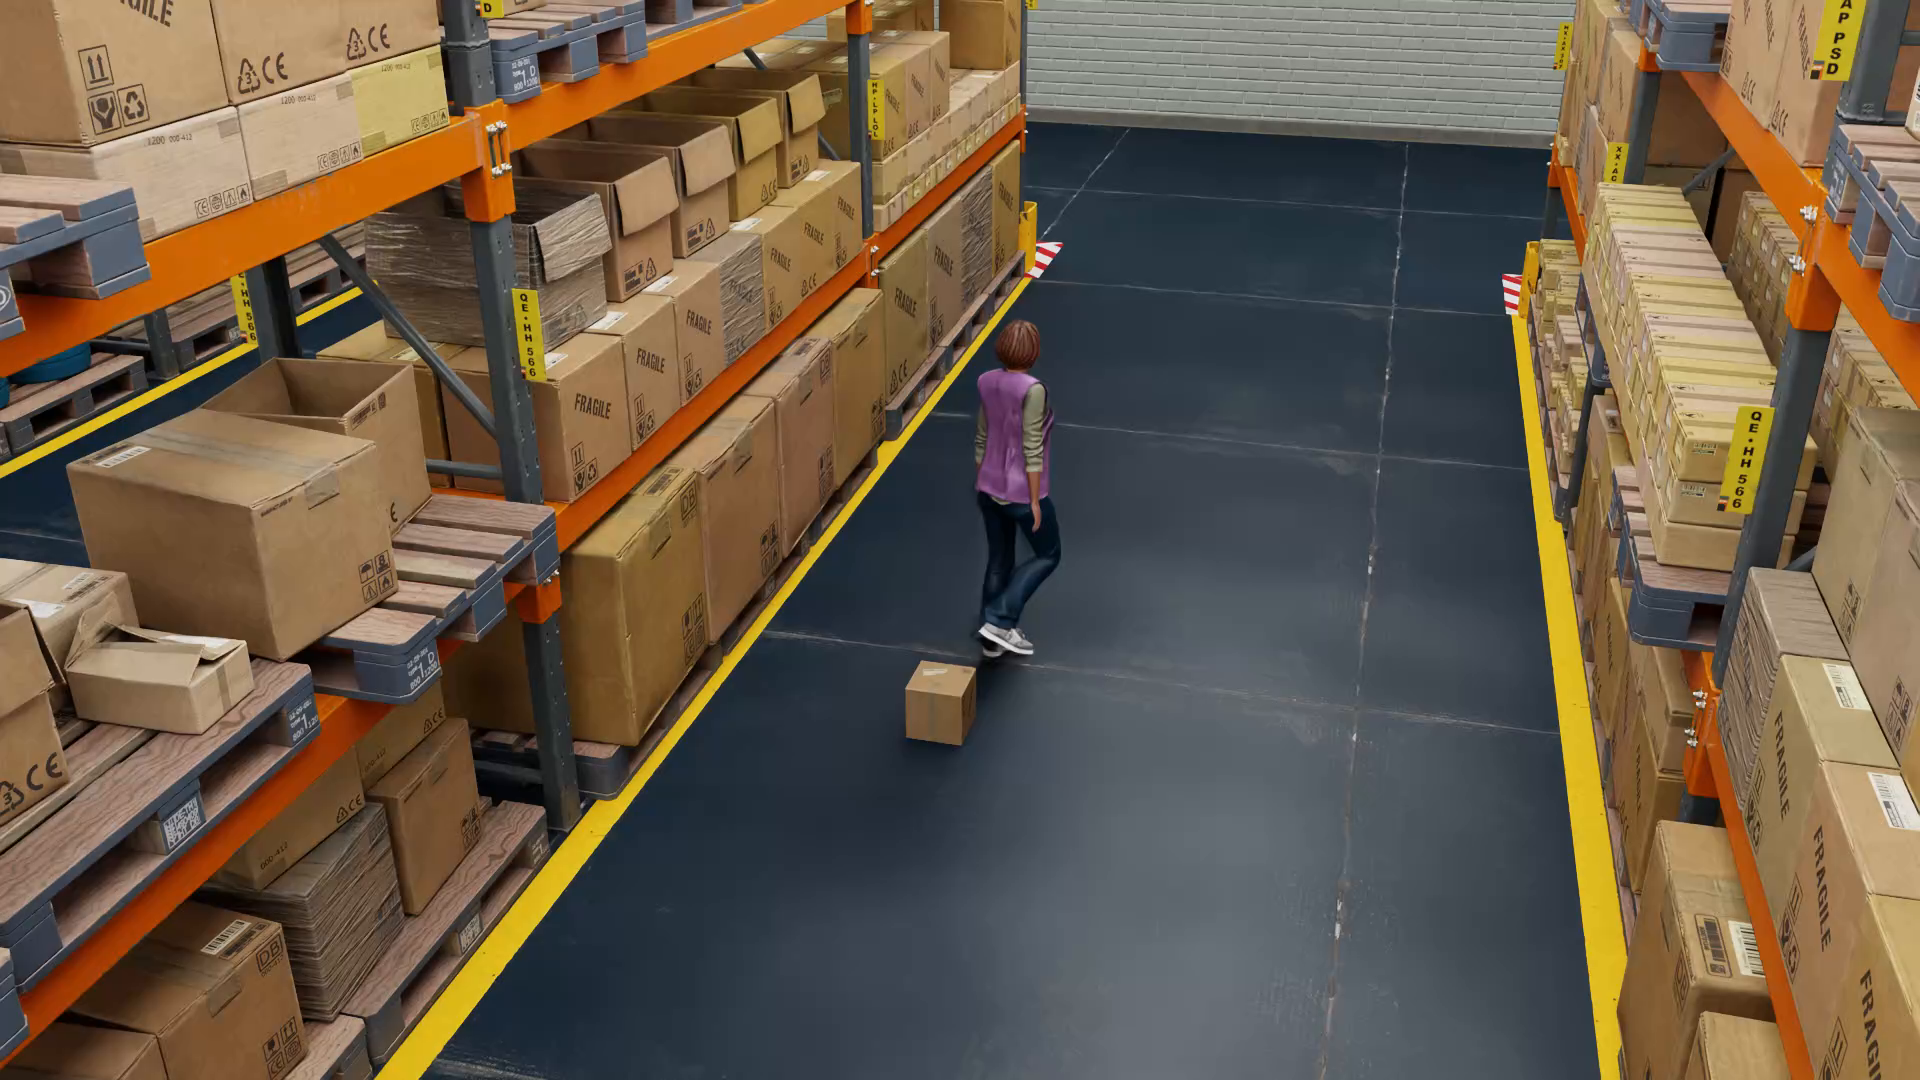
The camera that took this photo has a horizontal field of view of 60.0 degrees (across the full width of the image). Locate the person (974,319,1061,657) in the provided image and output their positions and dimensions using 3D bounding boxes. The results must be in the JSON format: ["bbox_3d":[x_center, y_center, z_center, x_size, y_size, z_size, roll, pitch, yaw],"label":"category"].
[{"bbox_3d":[0.212,-0.195,7.507,0.472,1.589,0.456,23,34,40],"label":"person"}]
